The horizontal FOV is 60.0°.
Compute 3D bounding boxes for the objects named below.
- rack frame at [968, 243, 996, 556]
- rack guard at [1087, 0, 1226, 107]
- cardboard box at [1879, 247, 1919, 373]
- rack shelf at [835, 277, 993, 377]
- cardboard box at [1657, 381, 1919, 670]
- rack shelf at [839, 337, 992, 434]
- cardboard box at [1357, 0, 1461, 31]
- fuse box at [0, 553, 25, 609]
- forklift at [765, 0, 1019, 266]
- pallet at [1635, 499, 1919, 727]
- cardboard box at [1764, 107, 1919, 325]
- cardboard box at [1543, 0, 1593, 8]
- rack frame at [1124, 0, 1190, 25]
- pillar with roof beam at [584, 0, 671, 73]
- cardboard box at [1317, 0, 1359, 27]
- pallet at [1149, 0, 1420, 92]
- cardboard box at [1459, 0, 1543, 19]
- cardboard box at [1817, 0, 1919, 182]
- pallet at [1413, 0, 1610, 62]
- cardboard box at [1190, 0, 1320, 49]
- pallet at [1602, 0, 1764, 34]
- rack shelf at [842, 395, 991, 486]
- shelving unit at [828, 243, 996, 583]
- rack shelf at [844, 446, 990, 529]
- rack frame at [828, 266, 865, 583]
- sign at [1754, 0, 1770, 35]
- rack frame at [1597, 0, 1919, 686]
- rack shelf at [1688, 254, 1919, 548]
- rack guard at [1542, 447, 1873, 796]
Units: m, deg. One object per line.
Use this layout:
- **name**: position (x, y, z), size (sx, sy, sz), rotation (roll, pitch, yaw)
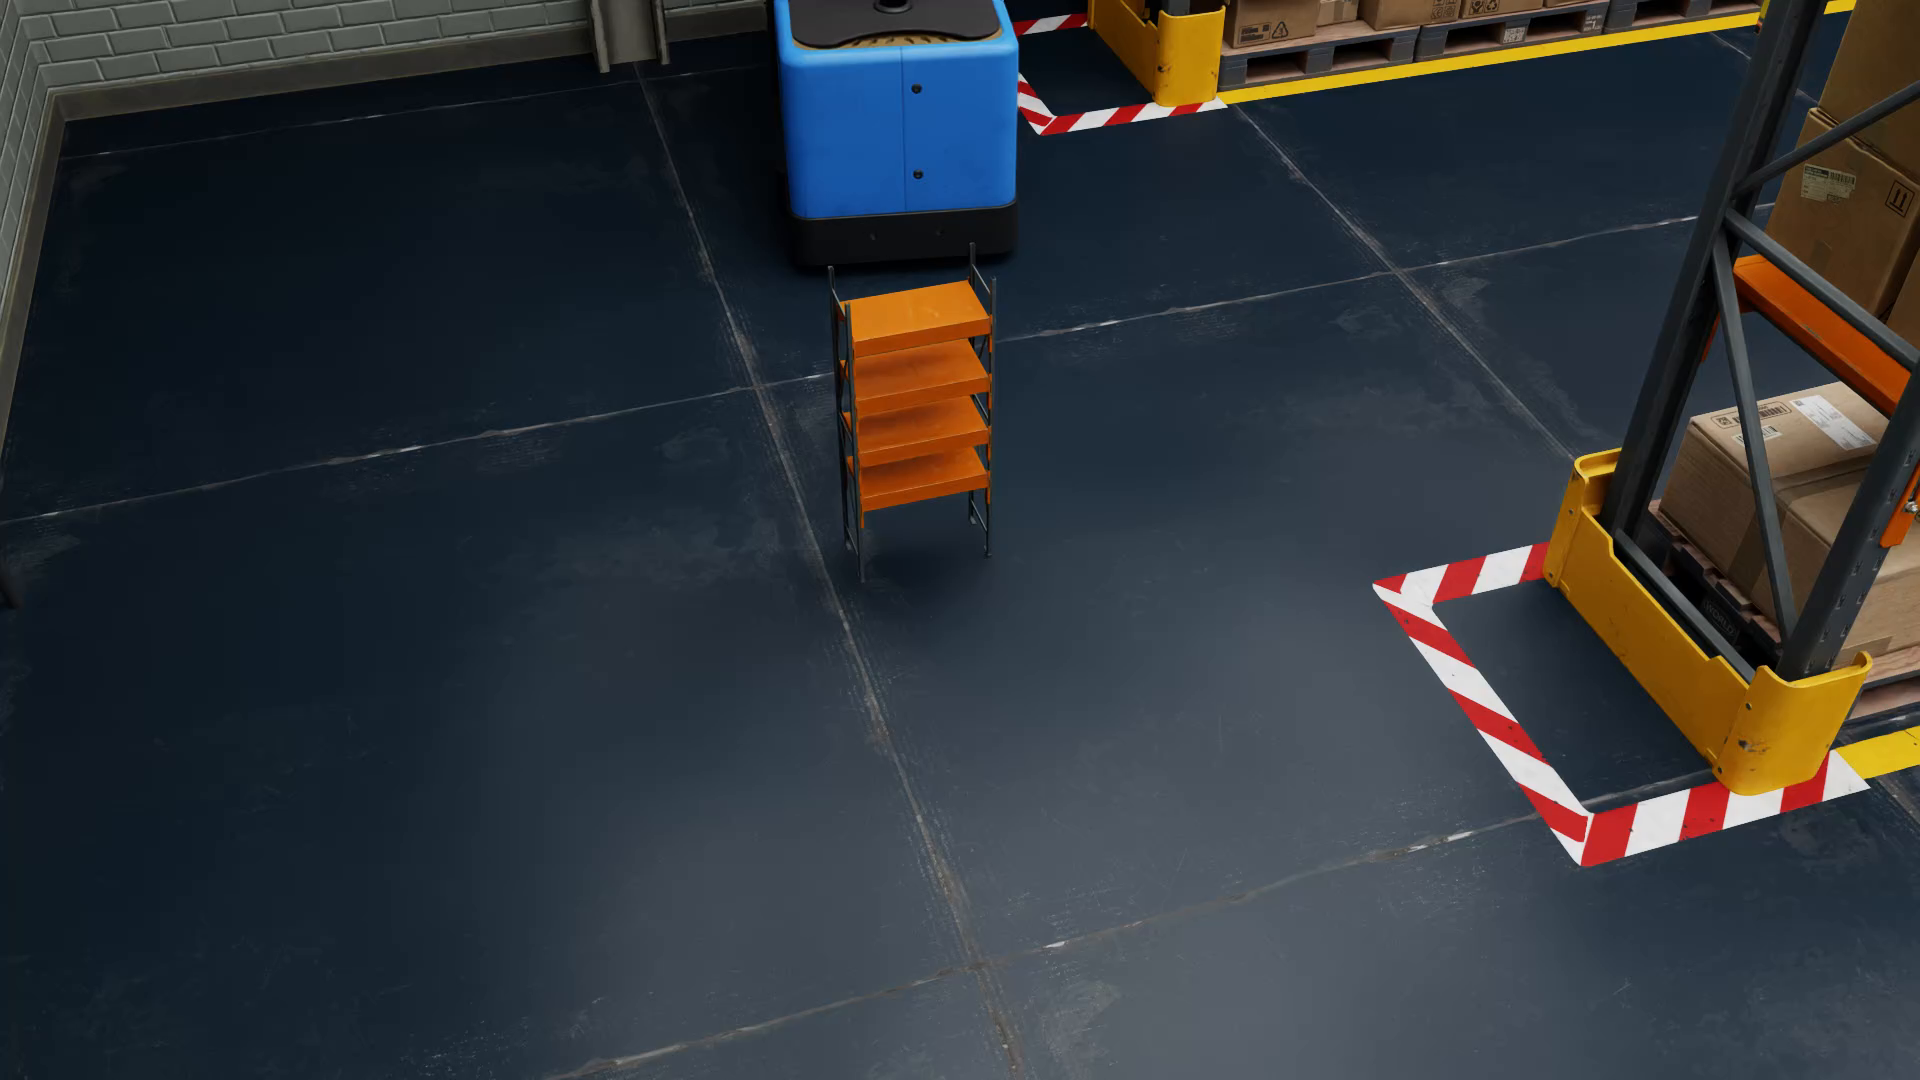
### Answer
- **rack frame**: position (0.075, -0.467, 5.873), size (0.015, 1.200, 0.240), rotation (-12, 42, -13)
- **rack guard**: position (1.062, -2.894, 9.182), size (0.348, 0.500, 1.175), rotation (-12, 42, -13)
- **cardboard box**: position (3.028, -0.658, 4.647), size (0.500, 0.500, 0.500), rotation (-12, 43, -13)
- **rack shelf**: position (-0.158, -0.715, 5.559), size (0.480, 0.148, 0.258), rotation (-12, 42, -13)
- **cardboard box**: position (3.083, -0.092, 5.704), size (0.875, 0.438, 0.875), rotation (-13, 43, -15)
- **rack shelf**: position (-0.158, -0.537, 5.715), size (0.480, 0.148, 0.258), rotation (-12, 42, -13)
- **cardboard box**: position (2.428, -3.243, 9.262), size (0.500, 0.500, 0.700), rotation (-10, 42, -11)
- **fuse box**: position (-3.379, -0.438, 5.451), size (0.414, 1.711, 0.539), rotation (-12, 42, -13)
- **forklift**: position (-0.433, -3.321, 7.823), size (1.130, 2.935, 3.031), rotation (-5, 41, -6)
- **pallet**: position (3.223, 0.137, 5.932), size (1.213, 0.211, 1.003), rotation (-12, 42, -13)
- **cardboard box**: position (2.864, -1.005, 5.044), size (0.500, 0.500, 0.500), rotation (-11, 42, -13)
- **cardboard box**: position (3.418, -3.448, 9.497), size (0.500, 0.500, 0.700), rotation (-13, 43, -15)
- **rack frame**: position (0.989, -3.820, 8.342), size (0.127, 3.000, 1.000), rotation (-12, 42, -13)
- **pillar with roof beam**: position (-0.560, -3.410, 3.314), size (0.400, 9.000, 9.100), rotation (-12, 42, -13)
- **cardboard box**: position (2.018, -3.025, 9.281), size (0.250, 0.149, 0.380), rotation (-13, 43, -15)
- **pallet**: position (1.822, -2.943, 9.458), size (1.213, 0.211, 1.003), rotation (-12, 42, -13)
- **cardboard box**: position (2.963, -3.284, 9.310), size (0.500, 0.500, 0.500), rotation (-11, 42, -12)
- **cardboard box**: position (2.872, -1.365, 4.696), size (0.500, 0.500, 0.500), rotation (-10, 42, -12)
- **pallet**: position (2.984, -3.182, 9.731), size (1.213, 0.211, 1.003), rotation (-12, 42, -13)
- **cardboard box**: position (1.601, -3.099, 9.096), size (0.637, 0.503, 0.797), rotation (-13, 43, -15)
- **pallet**: position (4.149, -3.425, 10.010), size (1.213, 0.211, 1.003), rotation (-12, 42, -13)
- **rack shelf**: position (-0.158, -0.368, 5.862), size (0.480, 0.148, 0.258), rotation (-12, 42, -13)
- **shelving unit**: position (-0.158, -0.419, 5.818), size (0.503, 1.200, 0.258), rotation (-12, 42, -13)
- **rack shelf**: position (-0.158, -0.219, 5.993), size (0.480, 0.148, 0.258), rotation (-12, 42, -13)
- **rack frame**: position (-0.391, -0.371, 5.763), size (0.015, 1.200, 0.240), rotation (-12, 42, -13)
- **sign**: position (2.334, -1.574, 4.712), size (0.005, 0.325, 0.100), rotation (-12, 42, -13)
- **rack frame**: position (2.484, -0.706, 4.778), size (0.127, 3.000, 1.000), rotation (-12, 42, -13)
- **rack shelf**: position (4.392, -0.830, 5.467), size (4.000, 0.370, 1.077), rotation (-12, 42, -13)
- **rack guard**: position (2.461, 0.240, 5.595), size (0.348, 0.500, 1.175), rotation (-12, 42, -13)
